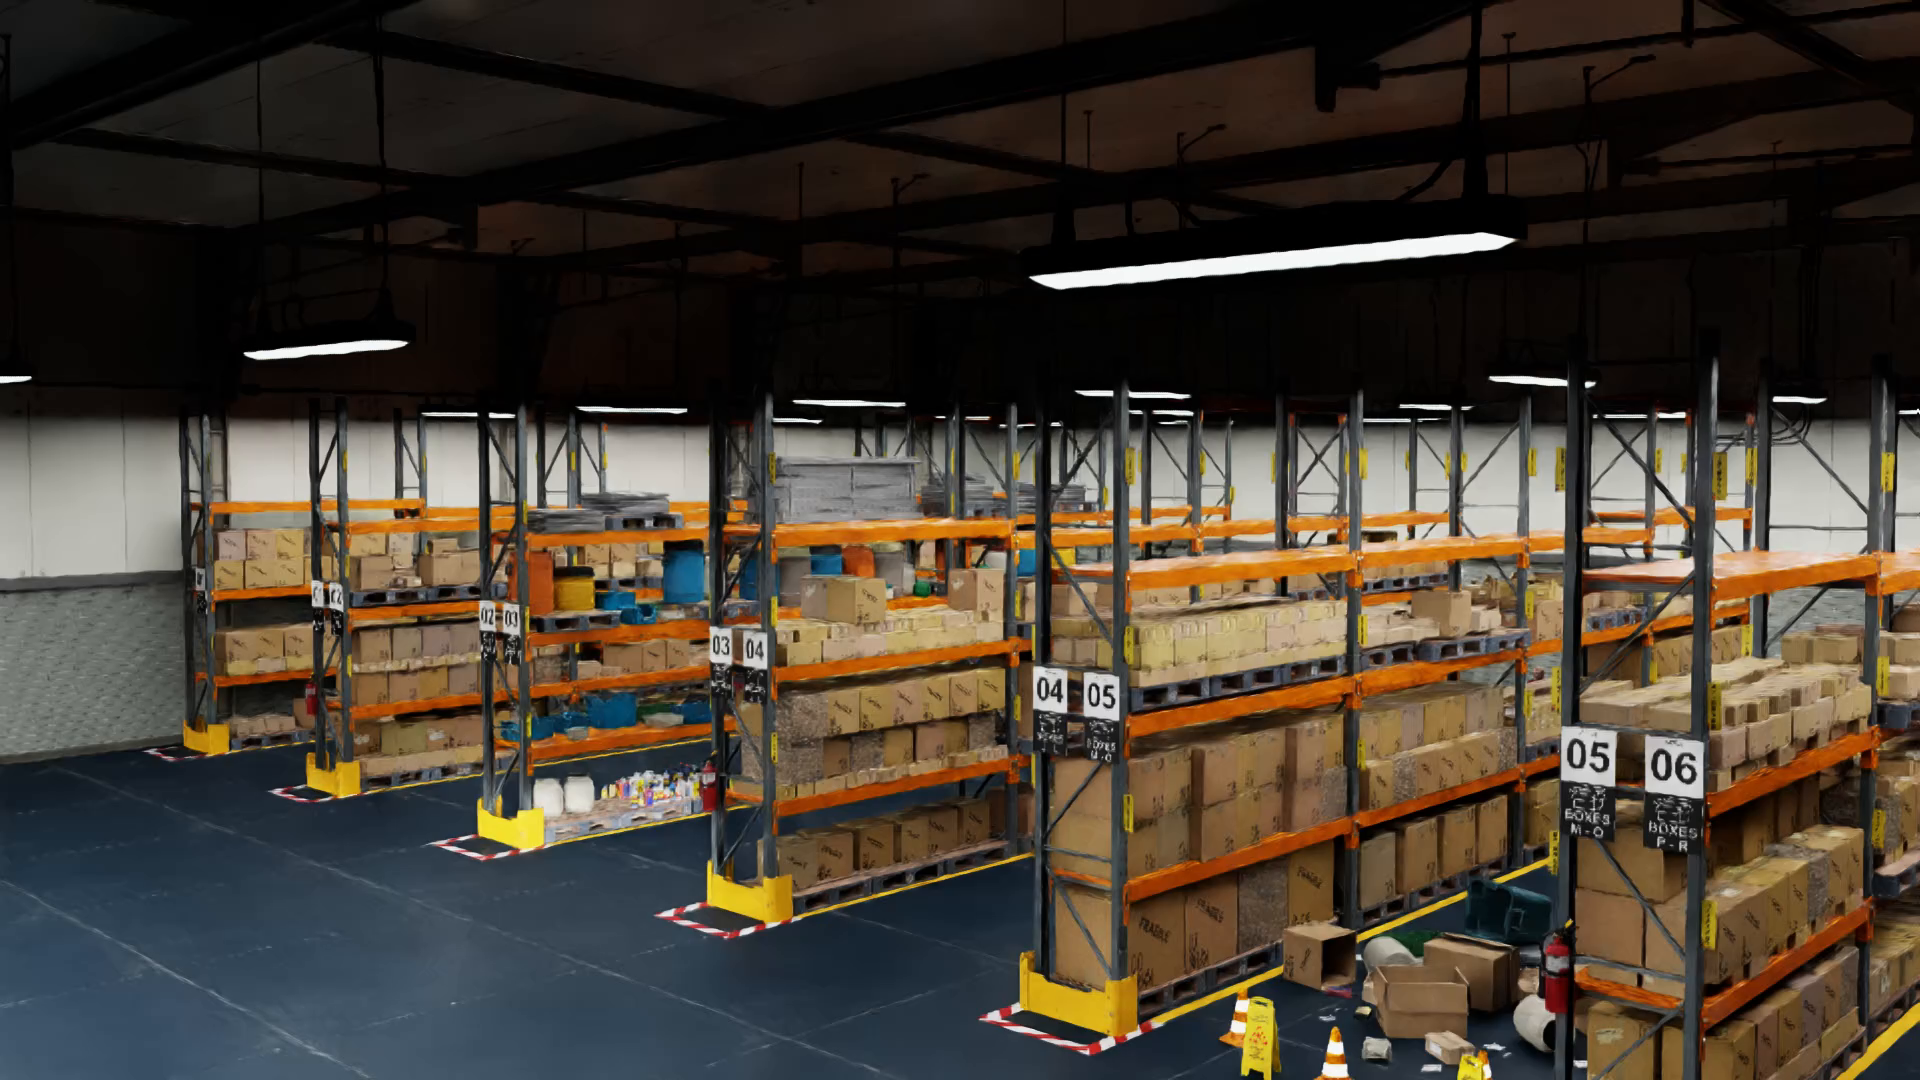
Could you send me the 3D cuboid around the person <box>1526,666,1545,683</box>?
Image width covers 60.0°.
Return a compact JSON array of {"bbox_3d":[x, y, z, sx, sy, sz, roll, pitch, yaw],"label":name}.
[{"bbox_3d":[9.544,2.893,27.316,0.682,1.676,0.535,3,4,41],"label":"person"}]
